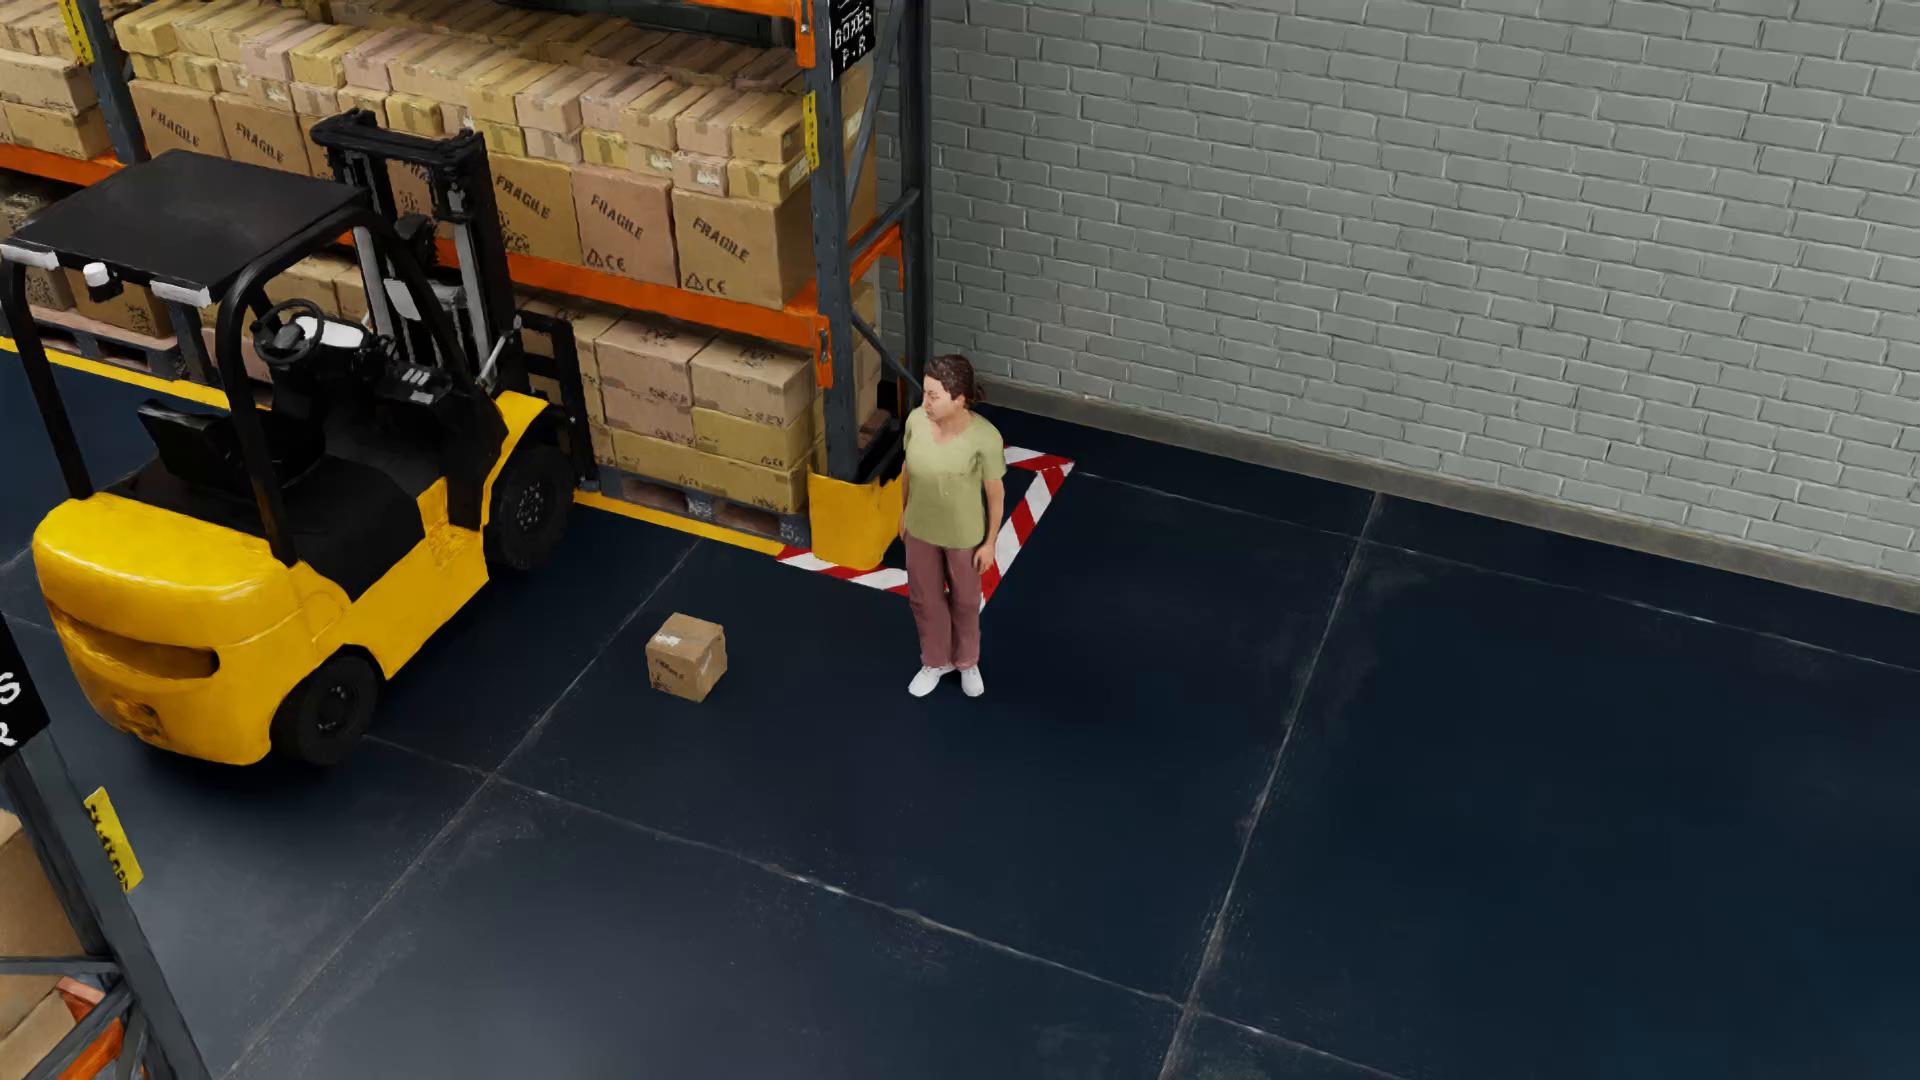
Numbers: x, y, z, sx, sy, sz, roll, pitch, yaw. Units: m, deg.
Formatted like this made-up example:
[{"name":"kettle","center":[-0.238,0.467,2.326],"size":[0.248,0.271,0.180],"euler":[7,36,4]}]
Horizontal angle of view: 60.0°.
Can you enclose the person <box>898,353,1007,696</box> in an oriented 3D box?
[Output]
[{"name":"person","center":[-0.039,-0.029,6.867],"size":[0.474,1.647,0.355],"euler":[13,39,16]}]
